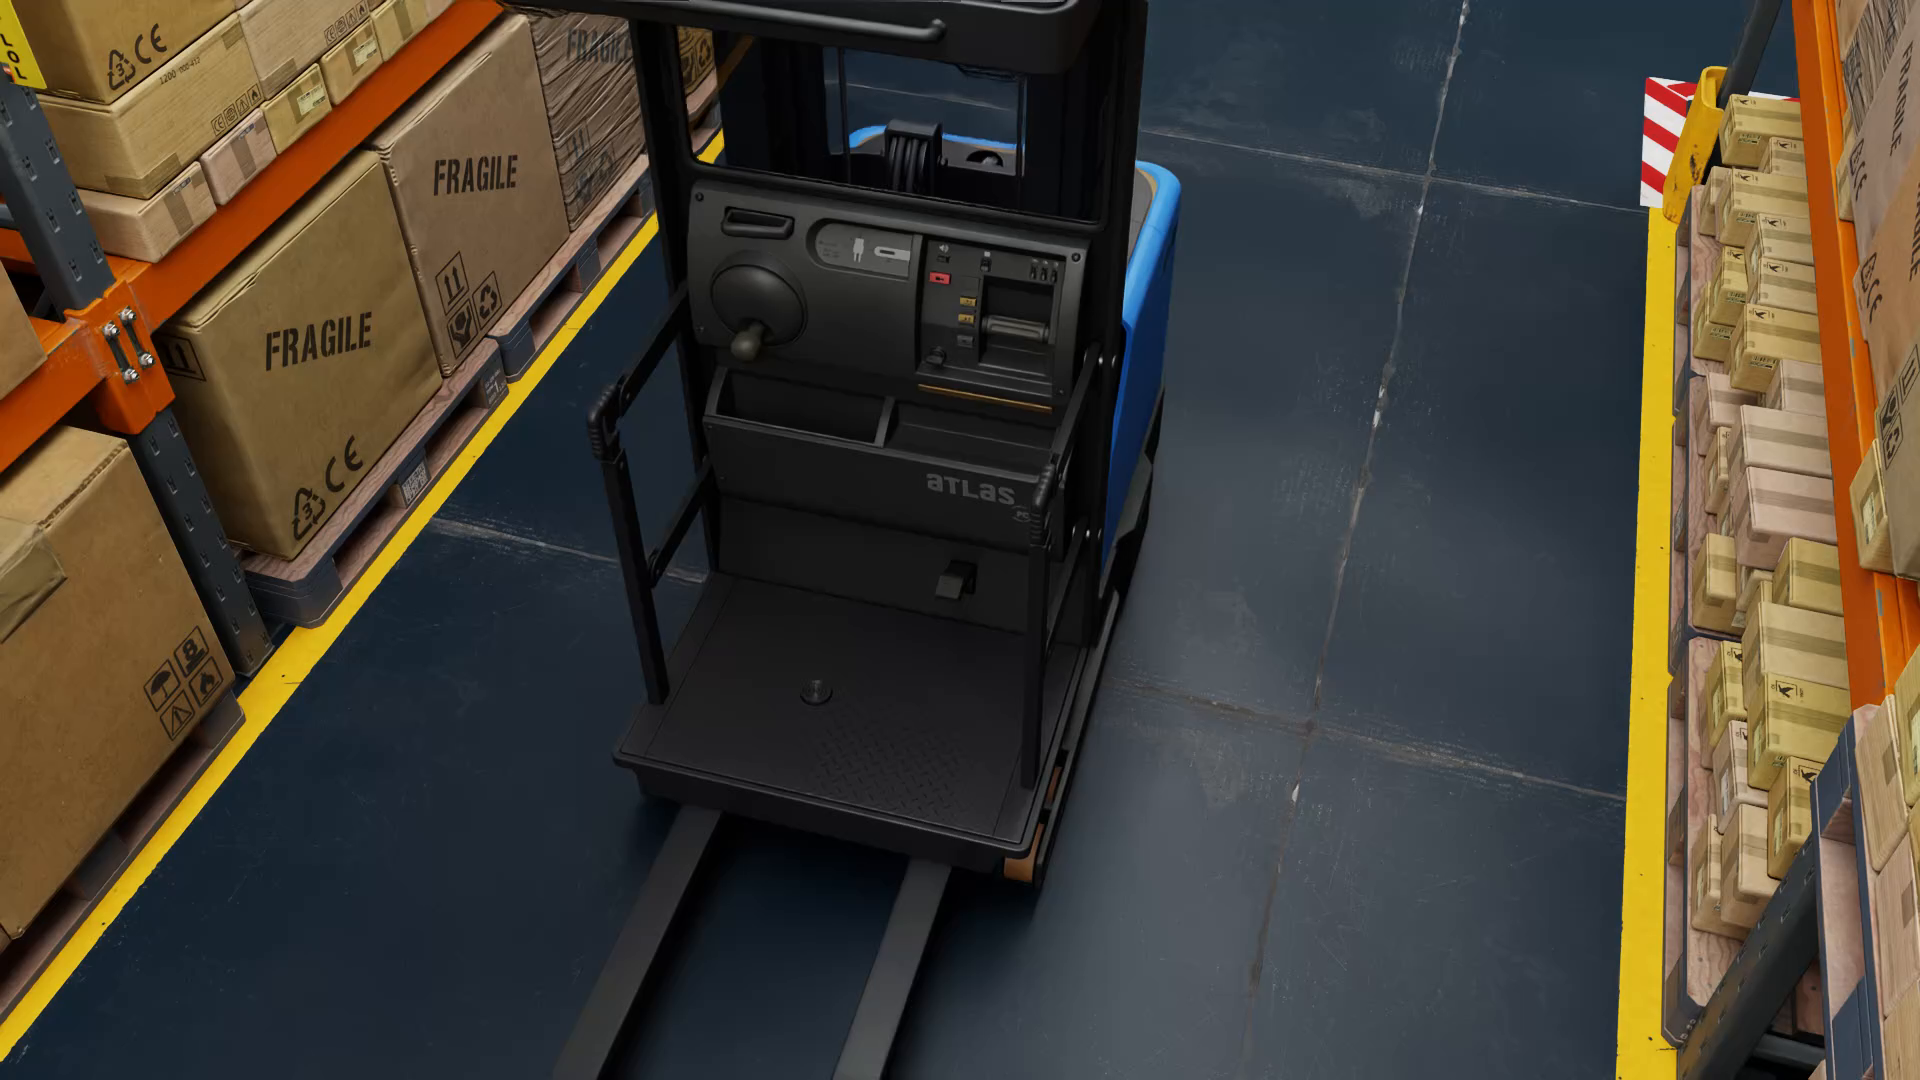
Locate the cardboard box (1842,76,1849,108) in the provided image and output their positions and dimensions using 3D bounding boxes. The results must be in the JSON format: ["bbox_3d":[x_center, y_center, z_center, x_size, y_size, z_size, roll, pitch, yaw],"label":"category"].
[{"bbox_3d":[2.654,-1.243,4.555,0.380,0.149,0.250,12,46,12],"label":"cardboard box"}]

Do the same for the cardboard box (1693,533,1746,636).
[{"bbox_3d":[2.286,0.150,4.690,0.380,0.149,0.250,12,46,12],"label":"cardboard box"}]

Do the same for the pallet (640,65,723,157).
[{"bbox_3d":[-1.474,-1.933,7.074,1.003,0.211,1.213,13,46,13],"label":"pallet"}]

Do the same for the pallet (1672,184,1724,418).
[{"bbox_3d":[3.087,-0.780,5.896,1.003,0.211,1.213,13,46,13],"label":"pallet"}]

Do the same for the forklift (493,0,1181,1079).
[{"bbox_3d":[-0.233,-0.467,3.632,1.130,2.935,3.031,11,45,11],"label":"forklift"}]

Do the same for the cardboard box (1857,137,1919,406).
[{"bbox_3d":[2.214,-0.565,3.399,0.500,0.500,0.500,11,46,11],"label":"cardboard box"}]

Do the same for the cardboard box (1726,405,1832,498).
[{"bbox_3d":[2.363,-0.216,4.639,0.380,0.149,0.250,11,45,11],"label":"cardboard box"}]

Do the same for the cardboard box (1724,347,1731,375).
[{"bbox_3d":[2.688,-0.515,5.369,0.380,0.149,0.250,13,46,13],"label":"cardboard box"}]

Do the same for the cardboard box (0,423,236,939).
[{"bbox_3d":[-2.693,0.227,4.092,1.225,0.875,0.875,13,46,13],"label":"cardboard box"}]

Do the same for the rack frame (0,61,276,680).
[{"bbox_3d":[-2.518,-0.813,3.936,1.000,3.000,0.127,13,46,13],"label":"rack frame"}]

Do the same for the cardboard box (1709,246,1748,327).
[{"bbox_3d":[2.679,-0.803,5.452,0.380,0.149,0.250,14,46,14],"label":"cardboard box"}]

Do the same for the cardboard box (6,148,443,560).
[{"bbox_3d":[-2.242,-0.627,4.965,0.875,0.875,0.875,13,46,13],"label":"cardboard box"}]

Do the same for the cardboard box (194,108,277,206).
[{"bbox_3d":[-2.032,-1.025,4.332,0.380,0.149,0.250,11,45,11],"label":"cardboard box"}]

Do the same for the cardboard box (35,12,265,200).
[{"bbox_3d":[-2.126,-1.123,4.148,0.500,0.250,0.500,12,46,12],"label":"cardboard box"}]

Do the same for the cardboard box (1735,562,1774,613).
[{"bbox_3d":[2.333,0.105,4.524,0.380,0.149,0.250,14,46,13],"label":"cardboard box"}]

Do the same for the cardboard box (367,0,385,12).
[{"bbox_3d":[-1.819,-1.800,4.840,0.500,0.250,0.500,14,46,13],"label":"cardboard box"}]

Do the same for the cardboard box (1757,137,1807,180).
[{"bbox_3d":[2.939,-1.218,5.663,0.380,0.149,0.250,13,46,13],"label":"cardboard box"}]

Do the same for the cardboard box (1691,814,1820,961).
[{"bbox_3d":[1.973,0.840,3.985,0.380,0.149,0.250,13,46,13],"label":"cardboard box"}]

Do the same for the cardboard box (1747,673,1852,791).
[{"bbox_3d":[2.078,0.490,3.917,0.380,0.149,0.250,13,46,13],"label":"cardboard box"}]

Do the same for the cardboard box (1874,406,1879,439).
[{"bbox_3d":[2.154,-0.205,3.495,0.380,0.149,0.250,14,46,14],"label":"cardboard box"}]

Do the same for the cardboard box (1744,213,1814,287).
[{"bbox_3d":[2.744,-0.895,5.332,0.380,0.149,0.250,10,45,11],"label":"cardboard box"}]

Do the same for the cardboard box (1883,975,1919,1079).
[{"bbox_3d":[1.463,0.762,2.206,0.380,0.149,0.250,13,46,13],"label":"cardboard box"}]

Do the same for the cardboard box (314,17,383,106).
[{"bbox_3d":[-1.875,-1.376,4.691,0.380,0.149,0.250,11,46,11],"label":"cardboard box"}]

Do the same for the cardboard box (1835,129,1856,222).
[{"bbox_3d":[2.447,-0.903,4.207,0.380,0.149,0.250,13,46,13],"label":"cardboard box"}]

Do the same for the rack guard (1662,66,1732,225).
[{"bbox_3d":[3.367,-1.417,6.341,1.175,0.500,0.348,13,46,13],"label":"rack guard"}]

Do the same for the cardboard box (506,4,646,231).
[{"bbox_3d":[-1.700,-1.820,6.184,0.875,0.875,0.875,13,46,13],"label":"cardboard box"}]

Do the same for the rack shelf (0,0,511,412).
[{"bbox_3d":[-1.912,-1.889,5.550,1.077,0.370,4.000,13,46,13],"label":"rack shelf"}]

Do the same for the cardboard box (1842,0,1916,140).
[{"bbox_3d":[2.544,-1.236,4.084,0.500,0.500,0.500,11,46,11],"label":"cardboard box"}]

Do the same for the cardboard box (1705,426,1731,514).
[{"bbox_3d":[2.471,-0.177,5.024,0.380,0.149,0.250,13,46,13],"label":"cardboard box"}]

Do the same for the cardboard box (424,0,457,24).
[{"bbox_3d":[-1.719,-1.714,5.036,0.380,0.149,0.250,13,46,13],"label":"cardboard box"}]

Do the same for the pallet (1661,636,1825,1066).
[{"bbox_3d":[2.348,0.847,4.234,1.003,0.211,1.213,13,46,13],"label":"pallet"}]

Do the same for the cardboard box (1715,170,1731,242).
[{"bbox_3d":[2.850,-1.133,5.789,0.380,0.149,0.250,12,46,12],"label":"cardboard box"}]

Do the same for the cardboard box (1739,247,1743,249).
[{"bbox_3d":[2.856,-0.852,5.714,0.380,0.149,0.250,13,46,13],"label":"cardboard box"}]

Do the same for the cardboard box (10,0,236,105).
[{"bbox_3d":[-2.129,-1.399,3.893,0.500,0.500,0.500,13,46,13],"label":"cardboard box"}]

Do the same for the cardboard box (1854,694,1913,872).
[{"bbox_3d":[1.621,0.410,2.566,0.380,0.149,0.250,11,45,11],"label":"cardboard box"}]

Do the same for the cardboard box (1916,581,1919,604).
[{"bbox_3d":[2.042,0.155,3.127,0.380,0.149,0.250,12,46,12],"label":"cardboard box"}]

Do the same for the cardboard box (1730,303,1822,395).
[{"bbox_3d":[2.528,-0.546,4.976,0.380,0.149,0.250,13,46,13],"label":"cardboard box"}]

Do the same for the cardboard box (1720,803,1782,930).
[{"bbox_3d":[1.971,0.790,3.823,0.380,0.149,0.250,13,46,13],"label":"cardboard box"}]

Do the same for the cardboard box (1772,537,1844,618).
[{"bbox_3d":[2.299,0.166,4.248,0.380,0.149,0.250,14,46,14],"label":"cardboard box"}]

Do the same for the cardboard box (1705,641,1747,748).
[{"bbox_3d":[2.105,0.425,4.197,0.380,0.149,0.250,11,45,11],"label":"cardboard box"}]

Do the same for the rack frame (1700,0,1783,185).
[{"bbox_3d":[3.390,-2.361,5.518,1.000,3.000,0.127,13,46,13],"label":"rack frame"}]

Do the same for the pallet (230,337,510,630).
[{"bbox_3d":[-2.213,-0.307,5.412,1.003,0.211,1.213,13,46,13],"label":"pallet"}]

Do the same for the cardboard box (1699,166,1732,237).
[{"bbox_3d":[2.926,-1.211,6.081,0.380,0.149,0.250,13,46,13],"label":"cardboard box"}]

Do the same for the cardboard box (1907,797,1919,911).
[{"bbox_3d":[1.544,0.477,2.285,0.380,0.149,0.250,12,46,12],"label":"cardboard box"}]
